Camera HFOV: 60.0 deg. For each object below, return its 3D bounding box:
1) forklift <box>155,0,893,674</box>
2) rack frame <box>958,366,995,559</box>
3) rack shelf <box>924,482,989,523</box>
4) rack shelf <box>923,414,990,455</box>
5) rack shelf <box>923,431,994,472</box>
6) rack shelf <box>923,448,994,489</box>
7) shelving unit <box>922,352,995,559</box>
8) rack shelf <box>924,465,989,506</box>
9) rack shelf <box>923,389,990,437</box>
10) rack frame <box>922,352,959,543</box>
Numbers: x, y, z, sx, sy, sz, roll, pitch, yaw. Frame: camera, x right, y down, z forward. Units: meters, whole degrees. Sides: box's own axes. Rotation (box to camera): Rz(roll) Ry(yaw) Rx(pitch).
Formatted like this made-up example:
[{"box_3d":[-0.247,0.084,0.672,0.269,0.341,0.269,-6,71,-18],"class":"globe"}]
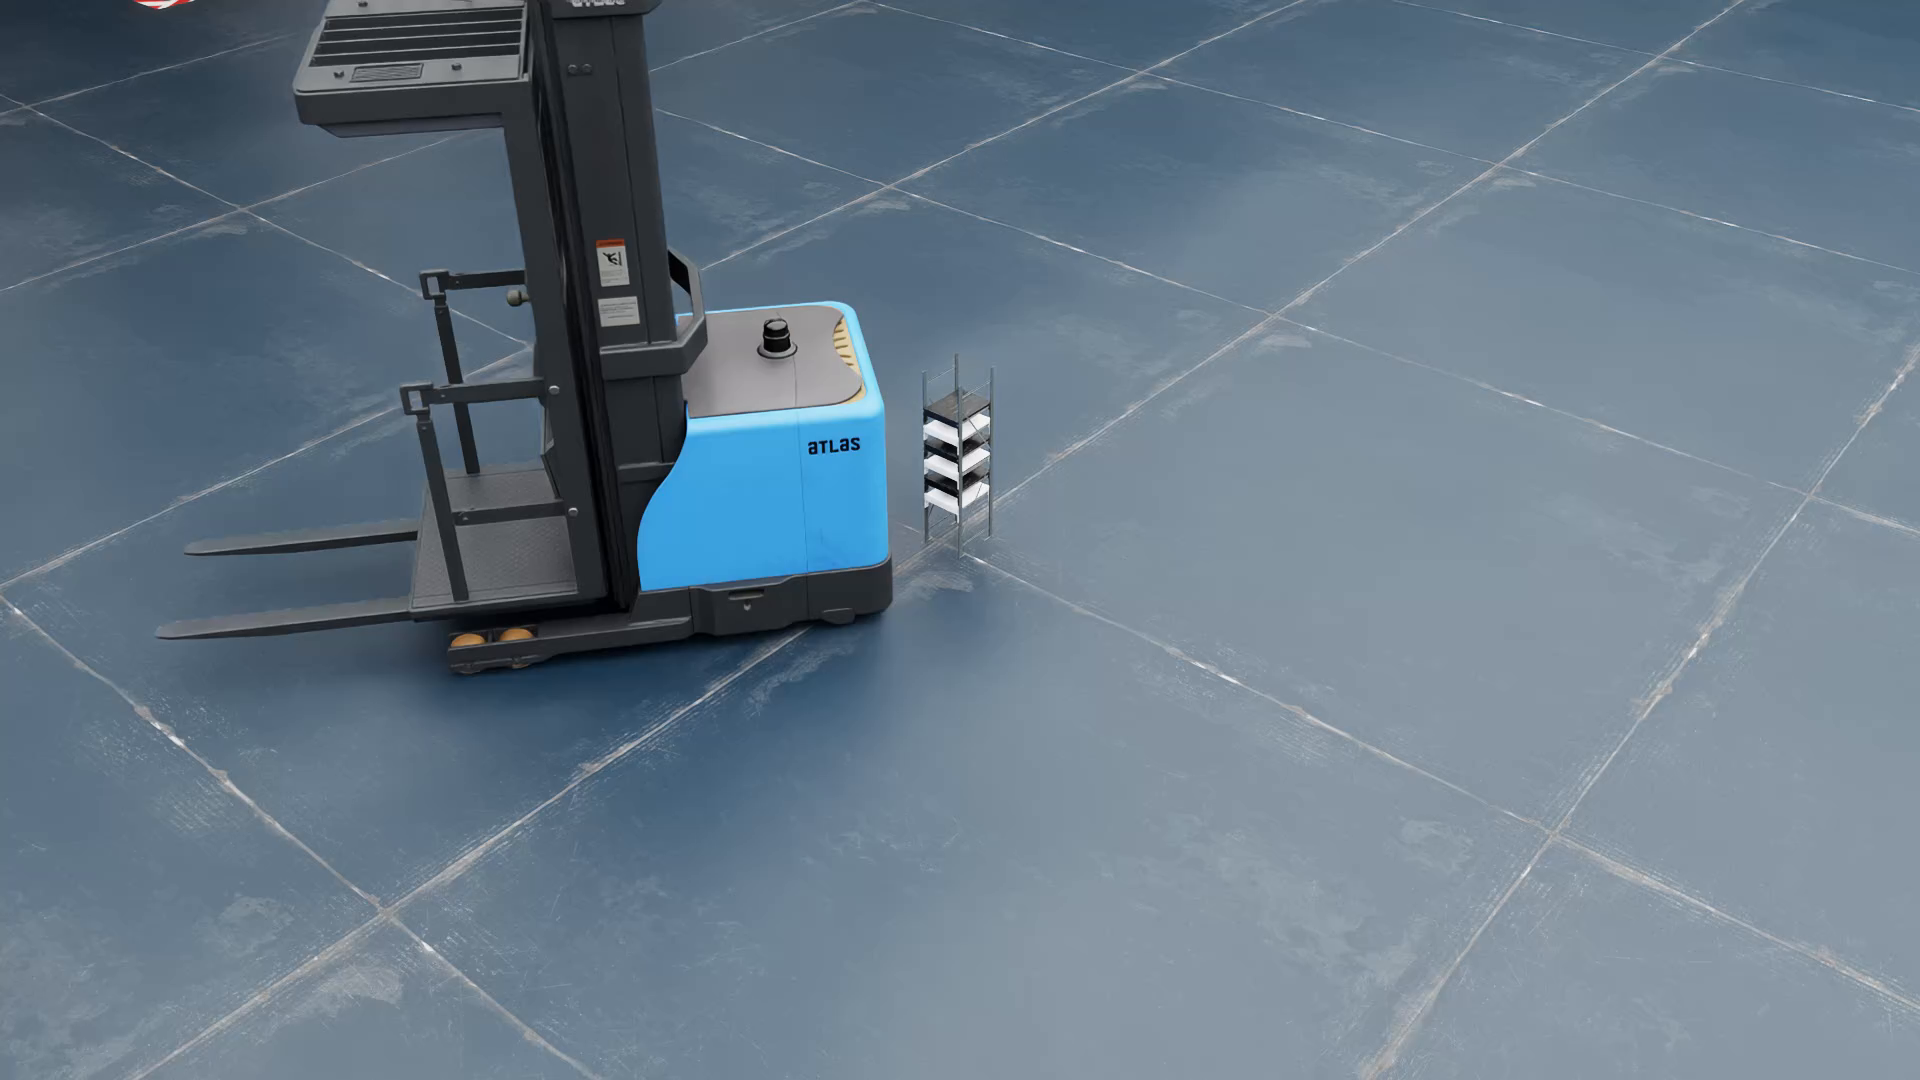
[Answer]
[{"box_3d":[-1.861,-0.976,6.582,3.031,2.935,1.130,-6,35,-9],"class":"forklift"},{"box_3d":[0.072,-0.337,7.446,0.006,0.900,0.240,25,42,32],"class":"rack frame"},{"box_3d":[-0.006,-0.198,7.620,0.200,0.077,0.258,25,42,32],"class":"rack shelf"},{"box_3d":[-0.006,-0.495,7.417,0.200,0.077,0.258,25,42,32],"class":"rack shelf"},{"box_3d":[-0.006,-0.421,7.467,0.200,0.077,0.258,25,42,32],"class":"rack shelf"},{"box_3d":[-0.006,-0.346,7.518,0.200,0.077,0.258,25,42,32],"class":"rack shelf"},{"box_3d":[-0.006,-0.374,7.500,0.210,0.900,0.258,25,42,32],"class":"shelving unit"},{"box_3d":[-0.006,-0.272,7.569,0.200,0.077,0.258,25,42,32],"class":"rack shelf"},{"box_3d":[-0.006,-0.569,7.366,0.200,0.077,0.258,25,42,32],"class":"rack shelf"},{"box_3d":[-0.084,-0.411,7.553,0.006,0.900,0.240,25,42,32],"class":"rack frame"}]
